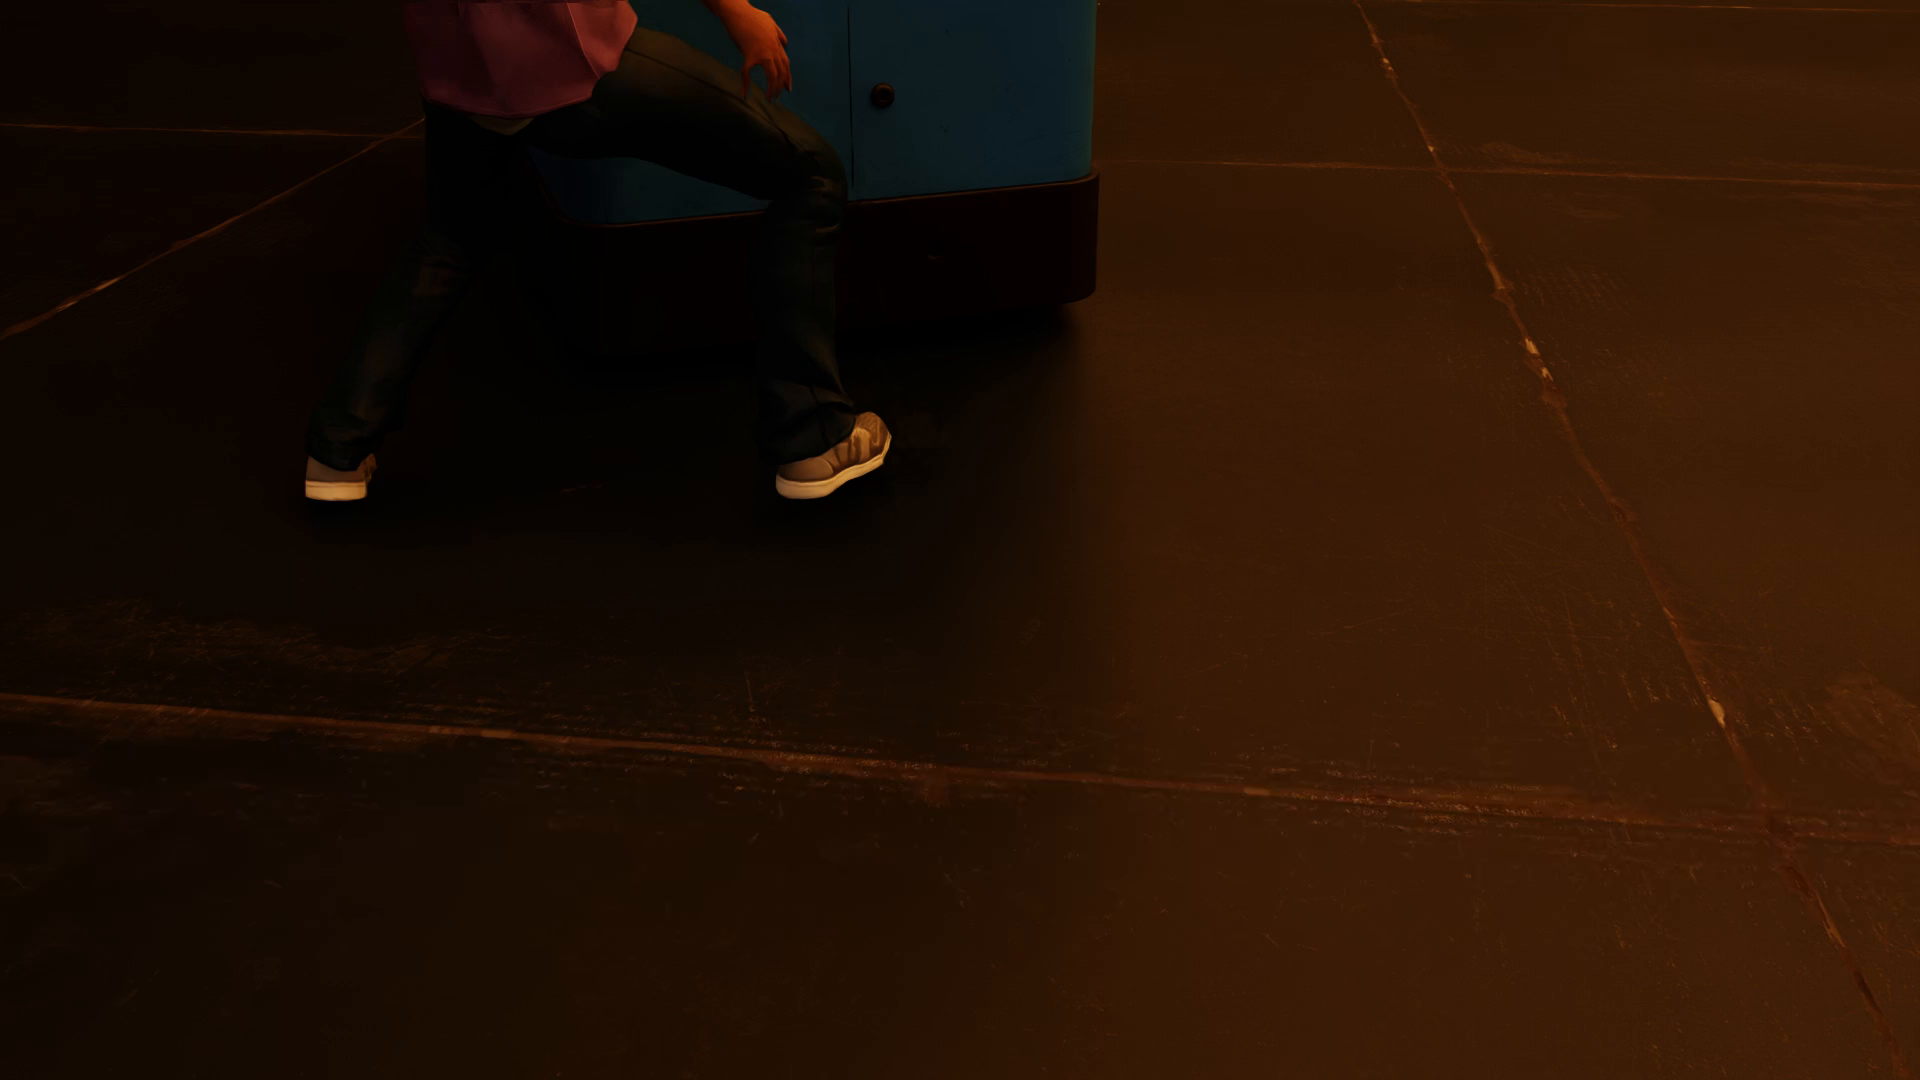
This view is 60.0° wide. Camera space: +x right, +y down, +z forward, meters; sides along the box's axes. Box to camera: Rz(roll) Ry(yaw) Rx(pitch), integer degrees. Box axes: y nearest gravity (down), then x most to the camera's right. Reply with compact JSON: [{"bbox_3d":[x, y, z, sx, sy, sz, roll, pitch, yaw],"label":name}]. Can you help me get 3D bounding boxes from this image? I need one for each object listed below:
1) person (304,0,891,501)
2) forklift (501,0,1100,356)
[{"bbox_3d":[-0.609,-0.730,2.383,0.848,1.470,0.731,22,34,37],"label":"person"},{"bbox_3d":[-0.712,-2.281,3.789,1.130,2.935,3.031,-9,28,-18],"label":"forklift"}]
